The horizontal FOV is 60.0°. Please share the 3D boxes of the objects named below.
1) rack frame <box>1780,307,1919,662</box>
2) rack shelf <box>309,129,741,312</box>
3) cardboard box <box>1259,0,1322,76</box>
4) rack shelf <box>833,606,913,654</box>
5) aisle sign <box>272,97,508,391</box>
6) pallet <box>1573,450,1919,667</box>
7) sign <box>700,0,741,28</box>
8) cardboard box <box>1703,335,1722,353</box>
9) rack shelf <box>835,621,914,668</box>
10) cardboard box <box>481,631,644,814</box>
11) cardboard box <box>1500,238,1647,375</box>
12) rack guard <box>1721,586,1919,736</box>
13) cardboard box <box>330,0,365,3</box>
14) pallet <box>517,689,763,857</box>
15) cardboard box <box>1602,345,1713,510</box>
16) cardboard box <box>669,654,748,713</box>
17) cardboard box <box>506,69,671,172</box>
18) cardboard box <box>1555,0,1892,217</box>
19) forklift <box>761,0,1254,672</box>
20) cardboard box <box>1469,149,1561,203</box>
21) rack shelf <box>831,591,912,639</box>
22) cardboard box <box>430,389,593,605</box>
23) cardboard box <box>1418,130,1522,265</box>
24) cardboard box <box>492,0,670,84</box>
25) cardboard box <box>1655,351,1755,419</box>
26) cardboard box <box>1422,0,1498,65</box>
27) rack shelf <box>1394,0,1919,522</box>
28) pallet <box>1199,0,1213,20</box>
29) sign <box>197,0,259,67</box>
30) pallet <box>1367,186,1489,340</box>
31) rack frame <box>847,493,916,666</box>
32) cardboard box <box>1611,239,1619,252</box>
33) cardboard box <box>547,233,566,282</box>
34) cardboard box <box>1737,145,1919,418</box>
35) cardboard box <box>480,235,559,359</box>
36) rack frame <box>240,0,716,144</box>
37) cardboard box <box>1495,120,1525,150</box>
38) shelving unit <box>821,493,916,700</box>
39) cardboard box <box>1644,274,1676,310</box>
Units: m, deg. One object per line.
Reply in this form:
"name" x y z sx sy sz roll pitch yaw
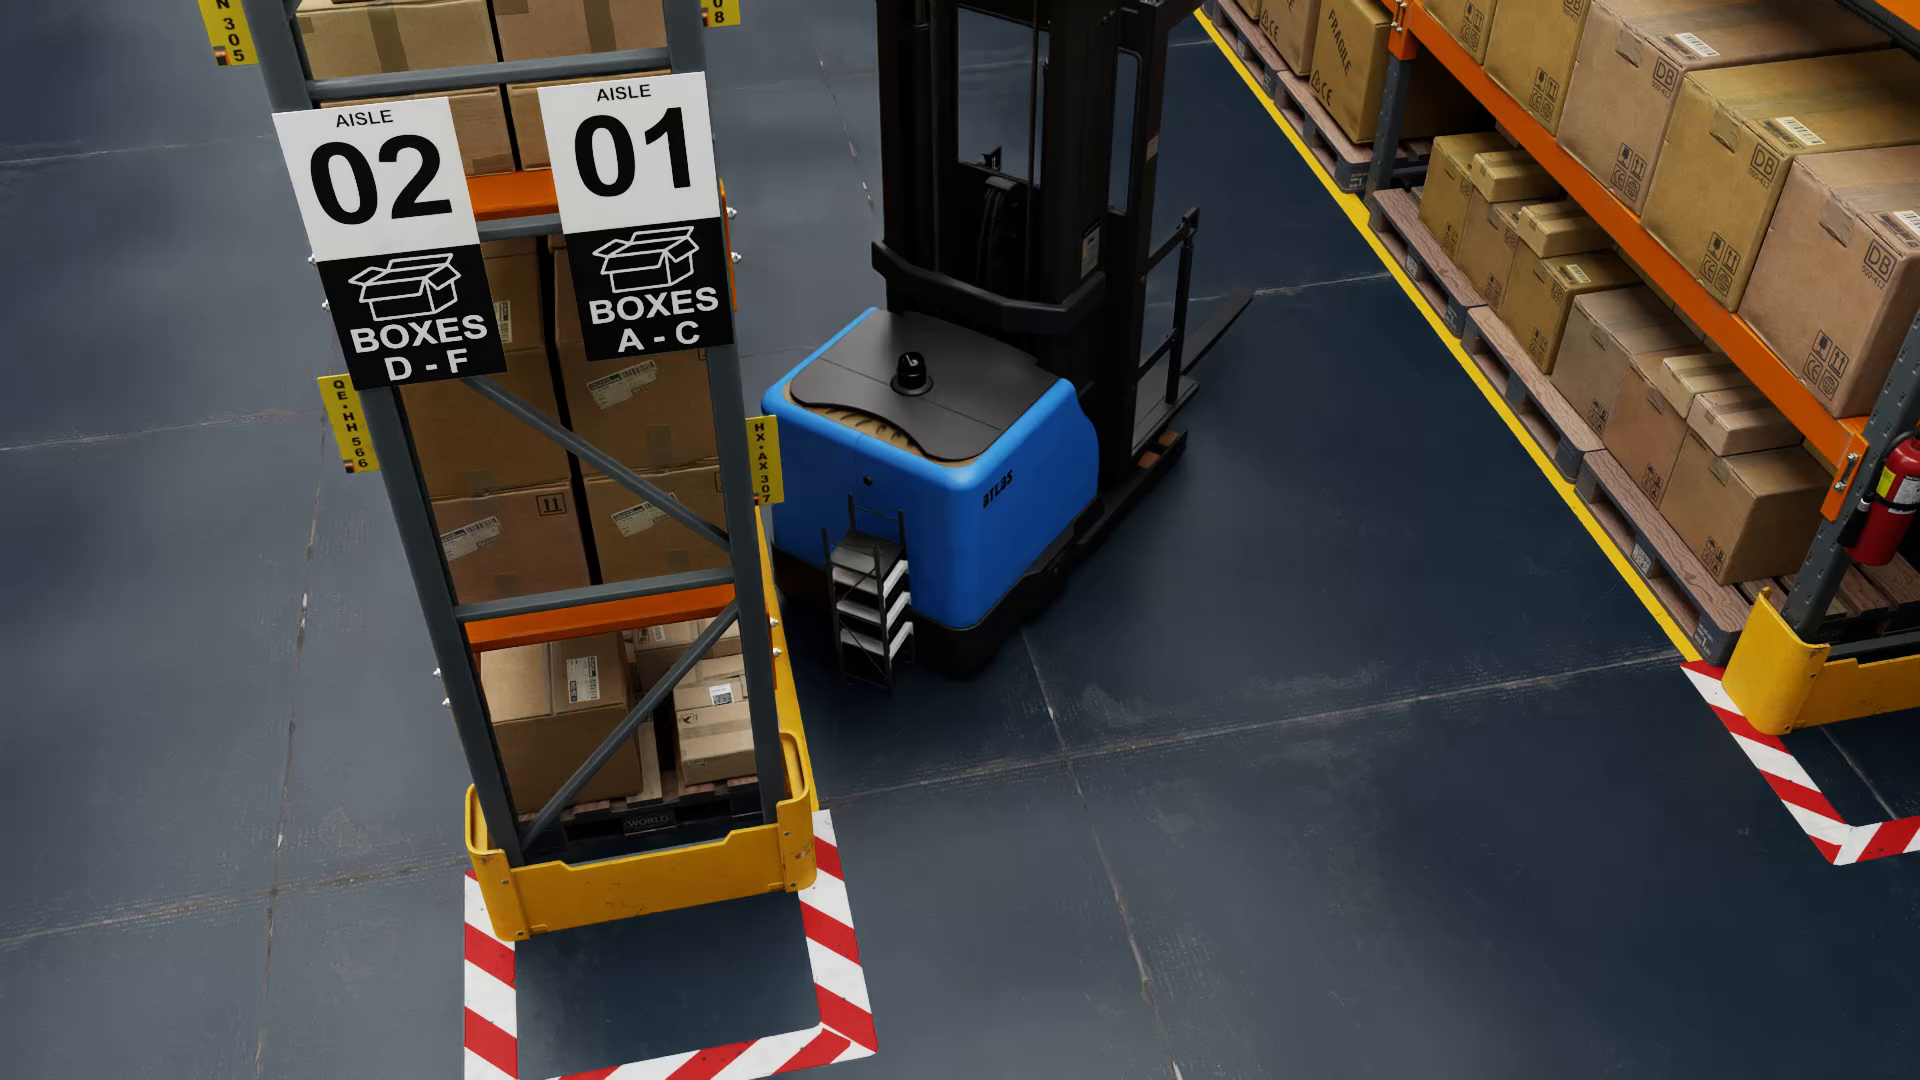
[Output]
"rack frame" 3.730 -0.541 5.882 1.000 3.000 0.127 -8 42 -9
"rack shelf" -1.538 -1.978 5.783 1.077 0.370 4.000 -8 42 -9
"cardboard box" 2.405 -3.465 10.479 0.750 0.750 0.750 -7 42 -8
"rack shelf" -0.347 0.324 6.663 0.258 0.077 0.200 18 49 19
"aisle sign" -1.391 -0.713 4.117 0.394 0.787 0.004 -8 42 -9
"pallet" 3.481 -0.005 7.379 1.003 0.211 1.213 -8 42 -9
"sign" -0.576 -1.355 3.881 0.100 0.325 0.005 -8 42 -9
"cardboard box" 3.540 -0.883 7.345 0.380 0.149 0.250 -8 42 -9
"rack shelf" -0.344 0.387 6.728 0.258 0.077 0.200 18 49 19
"cardboard box" -1.464 0.624 6.120 0.500 0.500 0.500 -8 42 -9
"cardboard box" 3.142 -1.198 8.188 0.700 0.500 0.500 -7 42 -8
"rack guard" 3.735 0.409 6.694 1.175 0.500 0.348 -8 42 -9
"cardboard box" -1.233 -1.693 4.091 0.700 0.500 0.500 -8 42 -9
"pallet" -1.296 0.648 6.643 1.003 0.211 1.213 -8 42 -9
"cardboard box" 3.373 -0.527 7.433 0.700 0.500 0.500 -8 42 -9
"cardboard box" -0.915 0.584 6.418 0.380 0.166 0.250 -8 42 -9
"cardboard box" -0.969 -1.264 4.550 0.500 0.250 0.500 -8 42 -9
"cardboard box" 3.287 -1.948 7.241 0.980 0.700 0.700 -10 43 -11
"forklift" 0.422 -1.505 7.020 1.130 2.935 3.031 24 47 24
"cardboard box" 2.824 -1.851 8.436 0.380 0.149 0.250 -7 42 -8
"rack shelf" -0.351 0.261 6.599 0.258 0.077 0.200 18 49 19
"cardboard box" -1.469 -0.118 5.329 0.500 0.500 0.500 -7 42 -8
"cardboard box" 2.928 -1.857 8.930 0.700 0.500 0.500 -8 42 -9
"cardboard box" -0.963 -1.452 4.385 0.500 0.250 0.500 -8 42 -9
"cardboard box" 3.220 -0.668 7.103 0.380 0.149 0.250 -7 42 -8
"cardboard box" 2.968 -2.892 8.304 0.980 0.700 0.700 -8 42 -9
"rack shelf" 3.298 -1.568 7.581 1.077 0.370 4.000 -8 42 -9
"pallet" 2.100 -4.162 12.061 1.003 0.211 1.213 -8 42 -9
"sign" -1.652 -1.215 3.715 0.100 0.325 0.005 -8 42 -9
"pallet" 2.954 -1.587 9.160 1.003 0.211 1.213 -8 42 -9
"rack frame" -0.307 0.171 6.638 0.240 0.900 0.006 18 49 19
"cardboard box" 3.317 -1.546 8.092 0.380 0.149 0.250 -8 42 -9
"cardboard box" -1.065 -0.903 5.461 0.500 0.500 0.500 -8 42 -9
"cardboard box" 3.610 -0.982 6.153 0.980 0.700 0.700 -7 42 -7
"cardboard box" -1.581 -0.817 5.364 0.500 0.500 0.500 -7 42 -8
"rack frame" -1.106 -2.072 3.088 1.000 3.000 0.127 -8 42 -9
"cardboard box" 3.090 -2.222 8.853 0.380 0.149 0.250 -9 42 -10
"shelving unit" -0.352 0.238 6.575 0.258 0.900 0.210 18 49 19
"cardboard box" 3.428 -1.214 7.718 0.380 0.149 0.250 -8 42 -9
